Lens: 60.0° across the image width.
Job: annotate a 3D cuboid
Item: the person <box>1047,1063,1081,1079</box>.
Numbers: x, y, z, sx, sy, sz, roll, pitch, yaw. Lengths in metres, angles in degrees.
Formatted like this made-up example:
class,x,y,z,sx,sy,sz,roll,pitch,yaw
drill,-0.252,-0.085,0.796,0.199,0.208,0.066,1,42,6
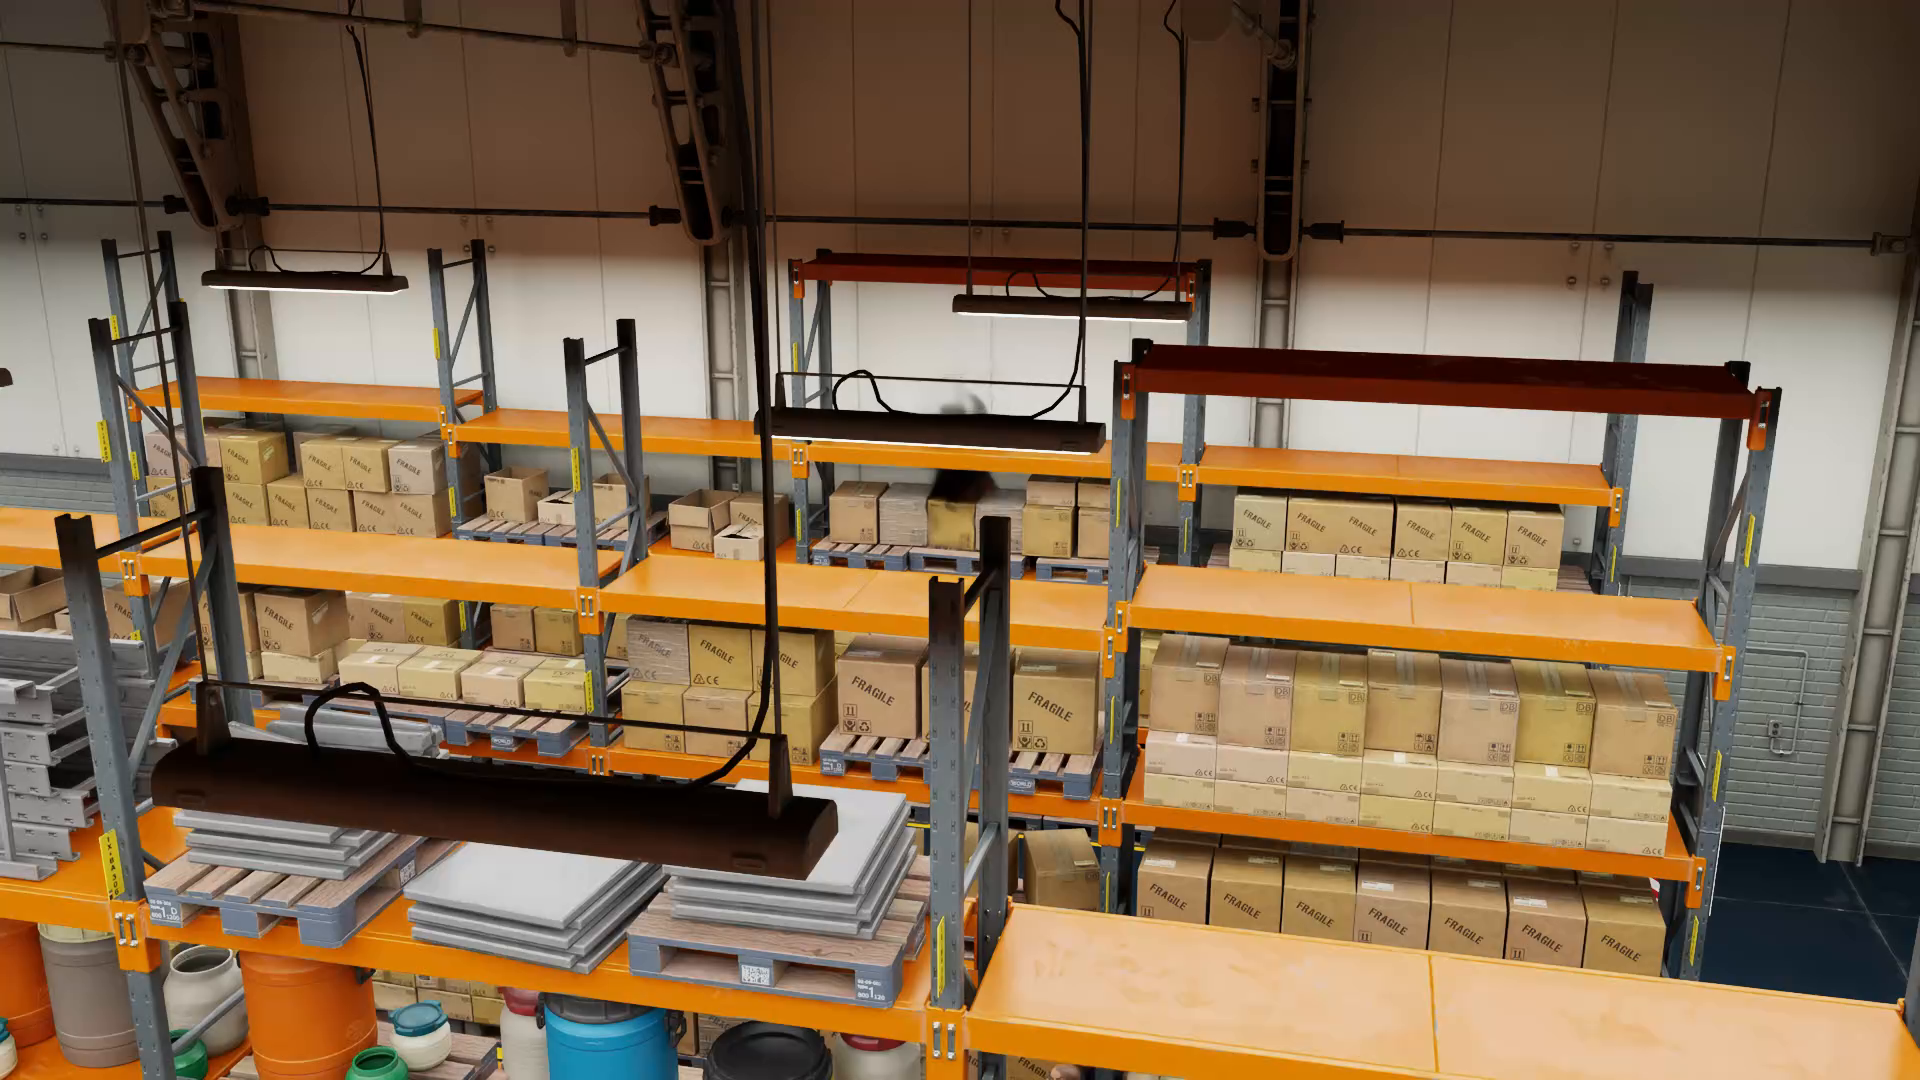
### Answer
class,x,y,z,sx,sy,sz,roll,pitch,yaw
person,0.727,4.227,10.940,0.944,1.630,0.664,0,16,1
